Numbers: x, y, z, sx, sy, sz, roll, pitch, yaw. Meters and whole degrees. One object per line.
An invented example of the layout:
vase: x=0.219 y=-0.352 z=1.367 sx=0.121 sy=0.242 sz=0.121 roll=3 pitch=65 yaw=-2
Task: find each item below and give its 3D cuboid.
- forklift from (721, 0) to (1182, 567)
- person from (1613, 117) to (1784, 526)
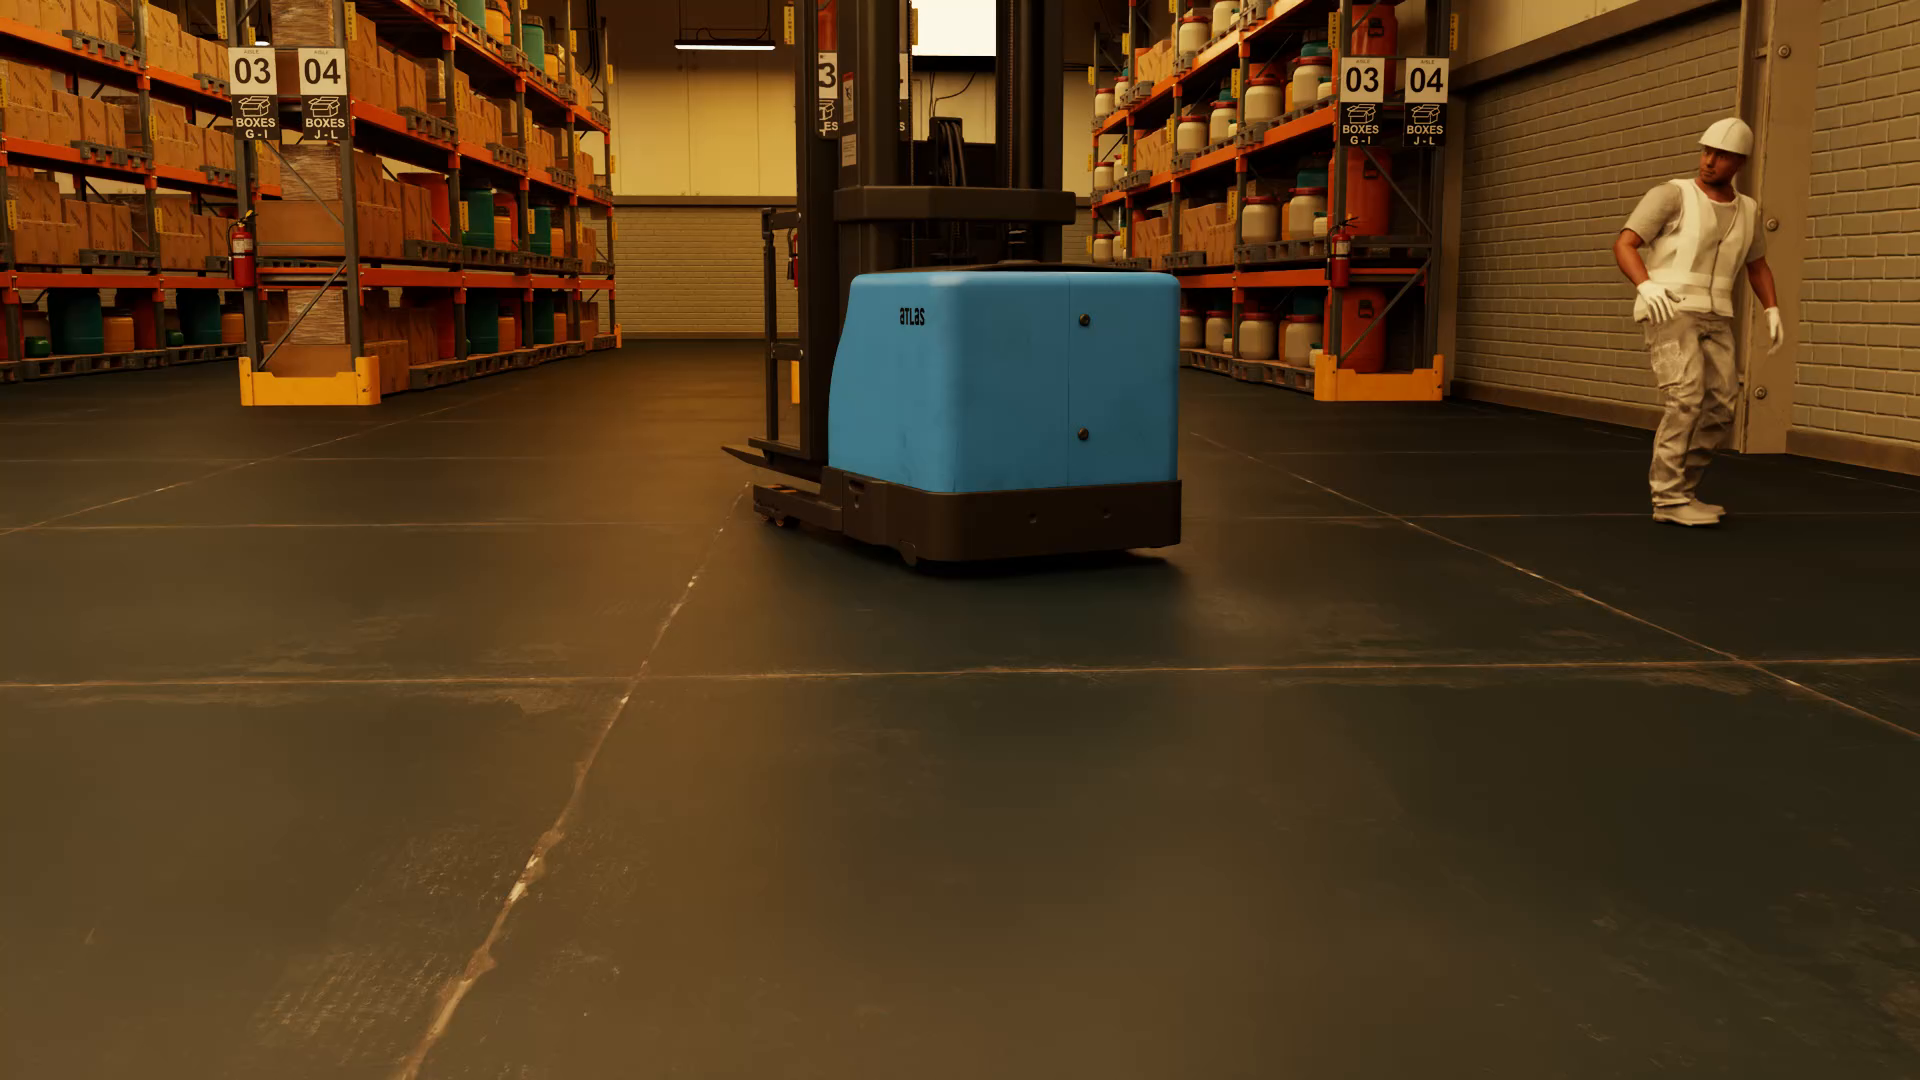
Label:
forklift: x=-0.264 y=-1.530 z=7.137 sx=1.130 sy=2.935 sz=3.031 roll=-4 pitch=9 yaw=-25
person: x=3.276 y=-0.949 z=7.273 sx=0.763 sy=1.746 sz=0.515 roll=-4 pitch=9 yaw=-22
